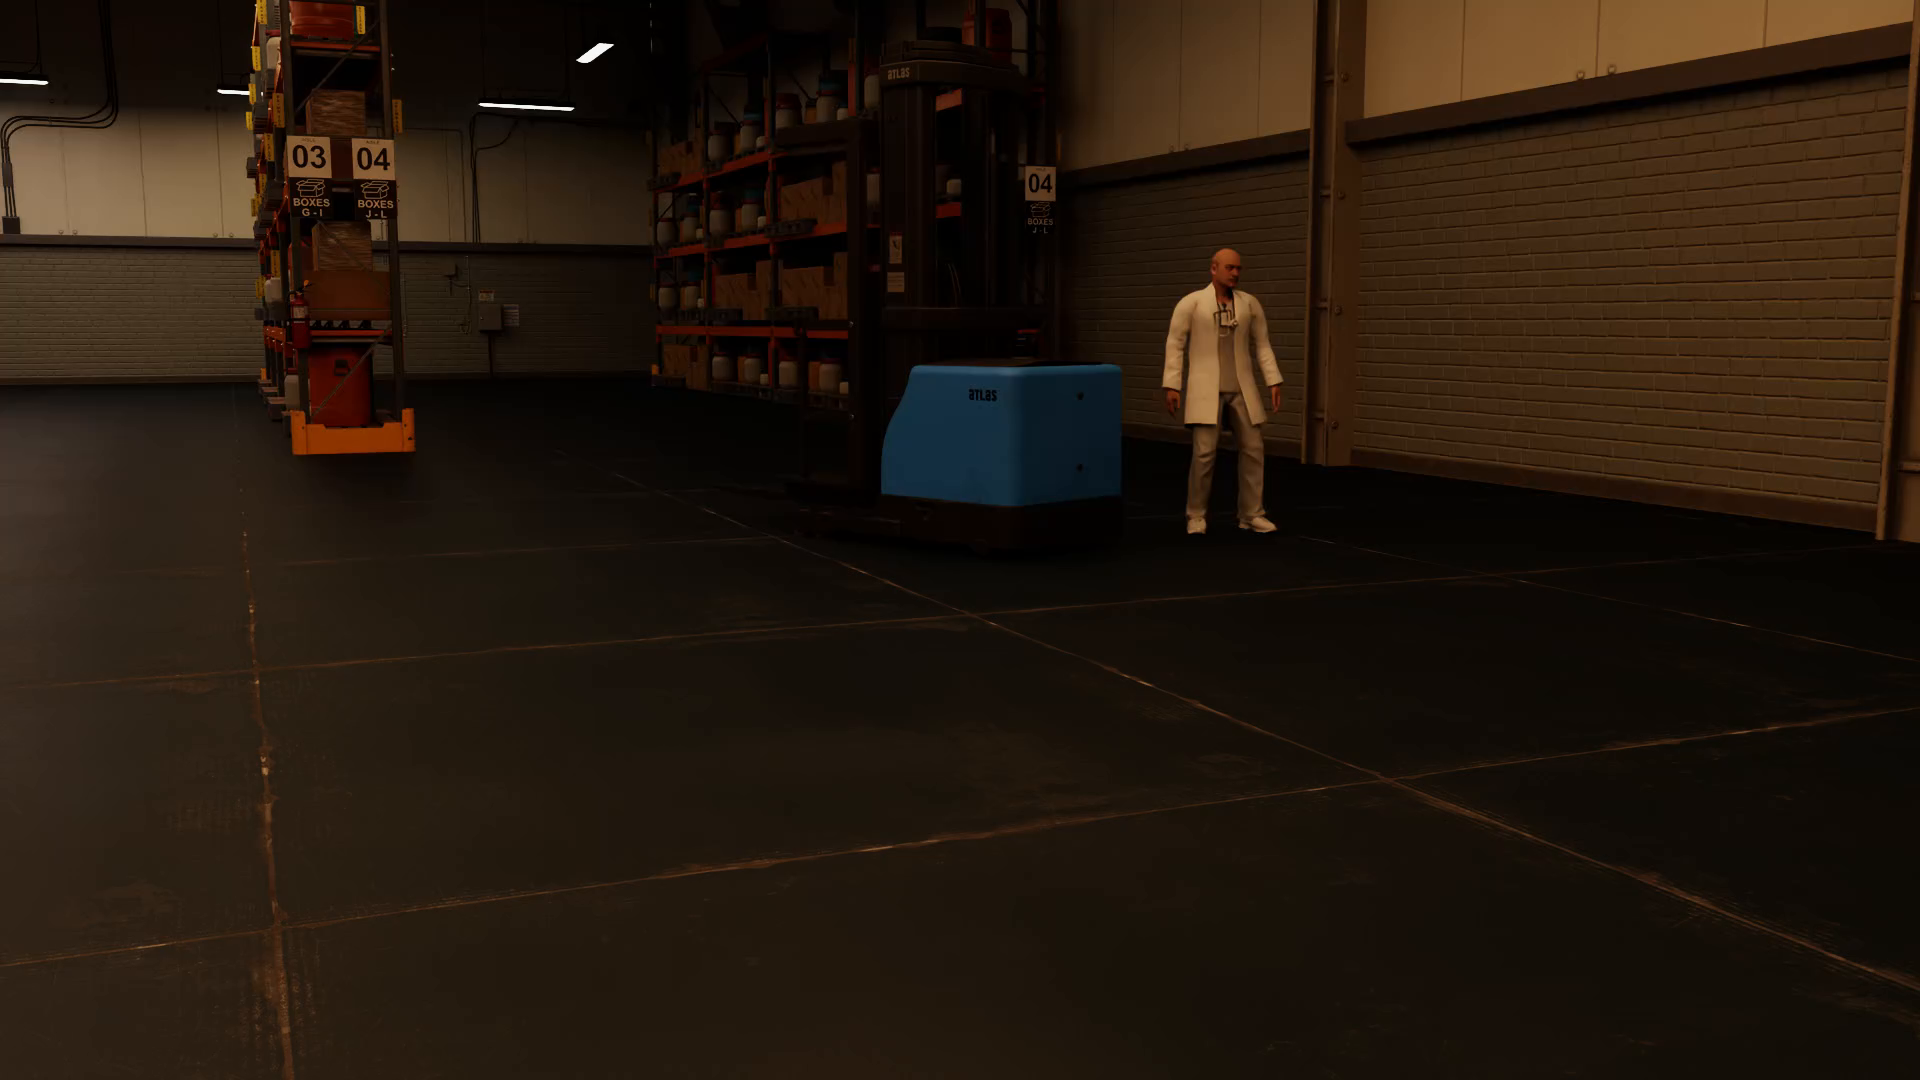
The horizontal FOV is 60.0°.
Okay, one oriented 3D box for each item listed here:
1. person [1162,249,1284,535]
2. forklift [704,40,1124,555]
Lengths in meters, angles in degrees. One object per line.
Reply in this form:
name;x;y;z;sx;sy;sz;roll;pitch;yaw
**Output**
person;1.661;-0.925;10.406;0.767;1.770;0.437;-1;8;-11
forklift;-0.436;-1.509;10.383;3.031;2.935;1.130;7;10;44
